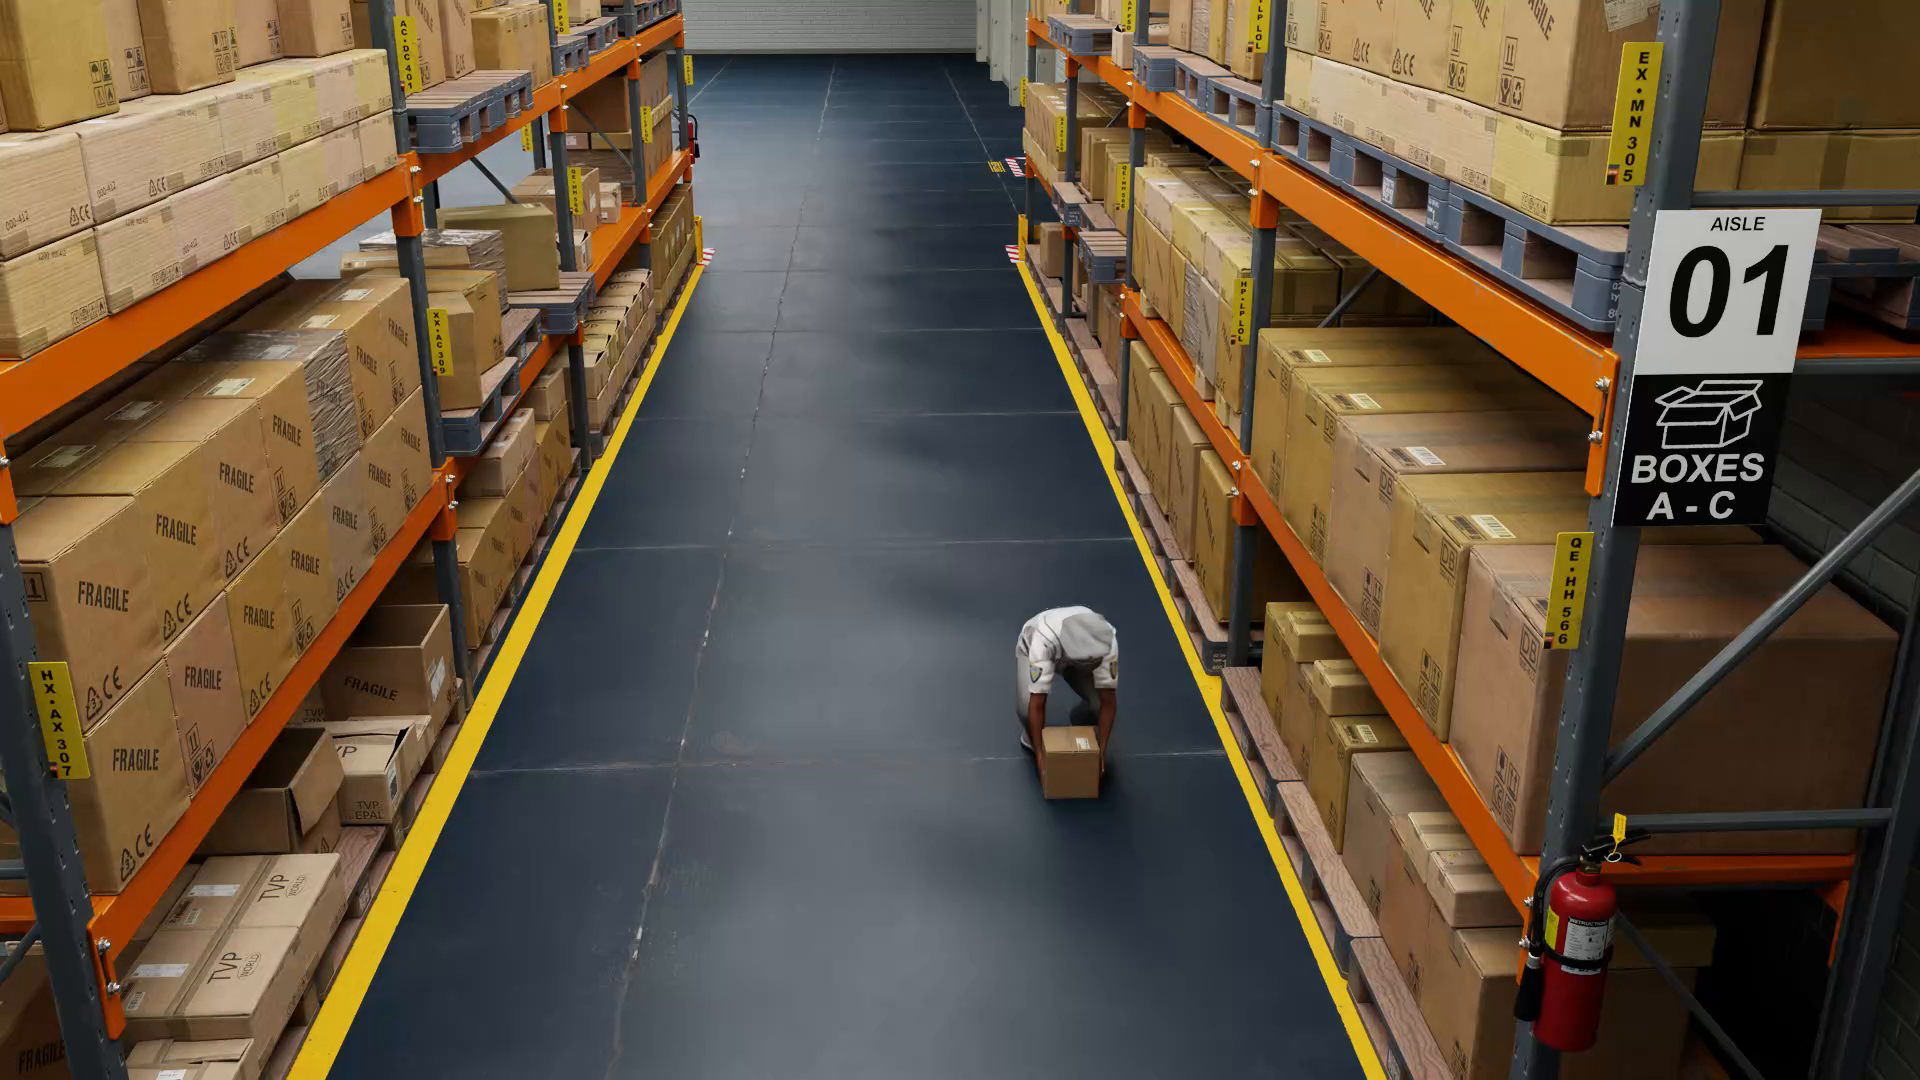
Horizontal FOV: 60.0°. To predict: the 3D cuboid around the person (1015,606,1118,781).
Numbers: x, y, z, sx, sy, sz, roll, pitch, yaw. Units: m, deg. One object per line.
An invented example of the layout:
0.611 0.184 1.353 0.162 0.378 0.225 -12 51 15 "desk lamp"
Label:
0.506 0.648 8.016 0.478 0.855 0.868 -1 21 -3 "person"
